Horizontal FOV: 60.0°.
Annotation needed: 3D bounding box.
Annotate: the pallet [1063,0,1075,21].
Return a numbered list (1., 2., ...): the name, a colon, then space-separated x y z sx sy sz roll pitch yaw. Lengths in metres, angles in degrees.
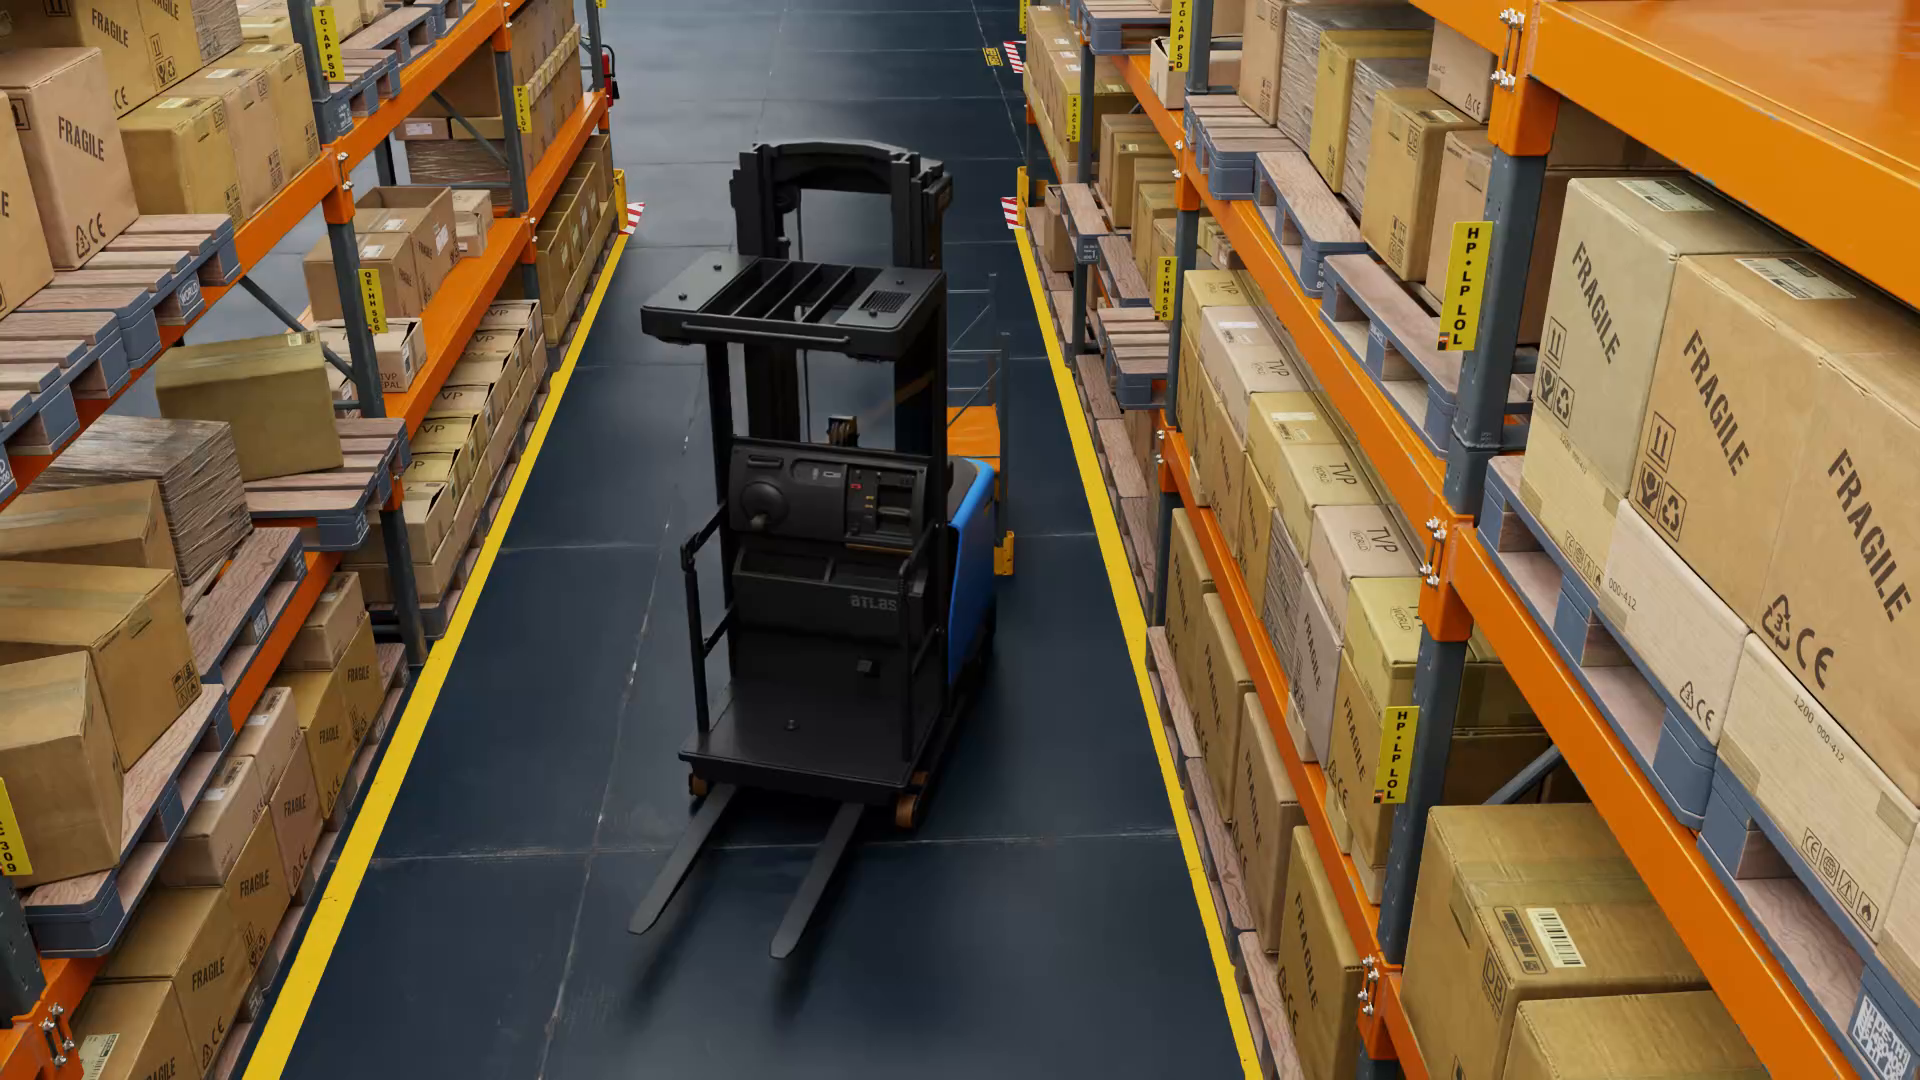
1. pallet: 1.278 -3.586 10.842 1.213 0.211 1.003 -1 28 -3

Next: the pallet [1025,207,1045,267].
1. pallet: 1.155 -2.827 15.442 1.003 0.211 1.213 -1 28 -3

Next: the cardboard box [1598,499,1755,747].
1. cardboard box: 1.555 0.134 3.105 0.500 0.250 0.500 -2 28 -4

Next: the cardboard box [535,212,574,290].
1. cardboard box: -3.340 -2.258 13.044 0.500 0.500 0.500 -1 28 -3

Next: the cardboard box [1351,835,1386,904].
1. cardboard box: 1.470 1.020 5.300 0.380 0.149 0.250 -1 28 -2

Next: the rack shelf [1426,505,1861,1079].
1. rack shelf: 1.875 0.980 2.662 1.077 0.370 4.000 -1 28 -3

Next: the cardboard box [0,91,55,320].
1. cardboard box: -3.187 -0.959 4.931 0.600 0.600 0.600 -2 28 -3

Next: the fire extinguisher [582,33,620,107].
1. fire extinguisher: -3.345 -4.385 15.497 0.296 0.674 0.183 -1 28 -3

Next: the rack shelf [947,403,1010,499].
1. rack shelf: -0.004 -0.545 10.062 0.538 0.185 1.000 -1 28 -3

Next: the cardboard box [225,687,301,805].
1. cardboard box: -3.037 0.847 6.800 0.500 0.250 0.500 -2 28 -4

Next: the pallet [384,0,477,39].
1. pallet: -3.535 -3.344 10.381 0.805 0.209 1.217 -2 28 -5

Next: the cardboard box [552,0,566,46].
1. cardboard box: -3.756 -4.490 14.104 0.700 0.500 0.500 -2 28 -4

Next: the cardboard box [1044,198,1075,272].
1. cardboard box: 1.108 -2.636 14.288 0.700 0.500 0.500 -3 28 -6

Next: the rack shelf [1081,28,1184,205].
1. rack shelf: 1.457 -2.715 9.746 1.077 0.370 4.000 -1 28 -3

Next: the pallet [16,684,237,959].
1. pallet: -3.109 0.902 5.485 1.003 0.211 1.213 -1 28 -3

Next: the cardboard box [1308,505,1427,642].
1. cardboard box: 1.473 0.104 5.545 0.500 0.250 0.500 -1 28 -2

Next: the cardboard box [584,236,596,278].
1. cardboard box: -3.390 -2.387 14.103 0.500 0.250 0.500 -1 28 -3

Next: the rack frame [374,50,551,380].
1. rack frame: -3.594 -2.506 11.811 1.000 3.000 0.127 -1 28 -3

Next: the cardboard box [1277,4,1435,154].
1. cardboard box: 1.724 -1.883 6.790 0.700 0.500 0.500 -3 28 -5

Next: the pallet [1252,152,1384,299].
1. pallet: 1.709 -1.214 6.294 1.003 0.211 1.213 0 28 0

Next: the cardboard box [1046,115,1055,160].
1. cardboard box: 0.966 -3.243 13.365 0.500 0.250 0.500 -2 28 -3

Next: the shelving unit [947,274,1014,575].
1. shelving unit: -0.004 -0.700 9.971 0.587 1.500 1.083 -1 28 -3

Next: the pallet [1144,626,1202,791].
1. pallet: 1.527 0.822 8.445 1.003 0.211 1.213 -1 28 -3

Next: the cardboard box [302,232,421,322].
1. cardboard box: -3.489 -1.478 9.731 0.500 0.500 0.500 -3 28 -5

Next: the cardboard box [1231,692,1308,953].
1. cardboard box: 1.557 1.127 6.717 0.750 0.750 0.750 -1 28 -1

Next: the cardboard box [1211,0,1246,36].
1. cardboard box: 1.586 -2.766 8.932 0.797 0.503 0.637 2 28 5

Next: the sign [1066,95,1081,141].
1. sign: 0.811 -2.995 11.812 0.100 0.325 0.005 -1 28 -3

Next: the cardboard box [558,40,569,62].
1. cardboard box: -3.553 -4.158 14.169 0.380 0.149 0.250 -1 28 -2

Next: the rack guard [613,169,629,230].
1. rack guard: -3.804 -3.256 15.952 1.175 0.500 0.348 -1 28 -3

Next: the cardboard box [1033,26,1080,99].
1. cardboard box: 0.905 -4.054 14.110 0.500 0.500 0.500 -2 28 -4

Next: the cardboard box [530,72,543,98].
1. cardboard box: -3.486 -3.562 13.026 0.380 0.149 0.250 -2 28 -4

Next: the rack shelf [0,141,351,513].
1. rack shelf: -3.281 -0.746 5.971 1.077 0.370 4.000 -1 28 -3

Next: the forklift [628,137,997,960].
1. forklift: -0.655 -0.159 7.385 1.130 2.935 3.031 7 28 12

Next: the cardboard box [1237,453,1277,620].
1. cardboard box: 1.409 -0.023 6.599 0.500 0.500 0.500 -1 28 -1

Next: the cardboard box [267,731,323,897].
1. cardboard box: -3.042 1.162 7.006 0.500 0.500 0.500 -2 28 -5

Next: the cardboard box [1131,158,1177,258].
1. cardboard box: 1.433 -2.069 10.390 0.700 0.500 0.500 2 28 4

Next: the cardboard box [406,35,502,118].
1. cardboard box: -3.624 -3.330 11.881 0.700 0.500 0.500 -1 28 -2

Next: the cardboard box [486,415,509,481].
1. cardboard box: -3.206 -0.584 10.645 0.500 0.250 0.500 -1 28 -2

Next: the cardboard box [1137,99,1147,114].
1. cardboard box: 1.536 -3.124 12.326 0.500 0.500 0.500 -2 28 -4

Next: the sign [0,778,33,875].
1. sign: -2.635 0.788 4.559 0.100 0.325 0.005 -1 28 -3

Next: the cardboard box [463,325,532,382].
1. cardboard box: -3.253 -1.301 11.414 0.500 0.311 0.500 -1 28 -1

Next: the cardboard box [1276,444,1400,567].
1. cardboard box: 1.447 -0.132 5.997 0.500 0.250 0.500 -1 28 -2

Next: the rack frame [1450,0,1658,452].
1. rack frame: 1.770 -1.593 3.573 1.000 3.000 0.127 -1 28 -3

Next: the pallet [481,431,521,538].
1. pallet: -3.450 -0.366 10.723 1.003 0.211 1.213 -1 28 -3

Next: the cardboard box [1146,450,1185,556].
1. cardboard box: 1.472 -0.198 9.613 0.700 0.500 0.500 -1 28 -2

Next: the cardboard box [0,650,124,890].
1. cardboard box: -2.978 0.734 5.037 0.700 0.500 0.500 -11 29 -20

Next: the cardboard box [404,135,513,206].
1. cardboard box: -3.624 -2.755 12.181 0.700 0.500 0.500 -2 28 -4

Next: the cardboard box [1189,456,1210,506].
1. cardboard box: 1.281 -0.279 7.790 0.380 0.149 0.250 -1 28 -1

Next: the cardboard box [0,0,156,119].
1. cardboard box: -3.316 -1.804 6.032 0.500 0.500 0.500 -1 28 -3

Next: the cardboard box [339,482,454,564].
1. cardboard box: -3.119 -0.123 9.156 0.500 0.311 0.500 0 28 -1

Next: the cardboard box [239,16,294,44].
1. cardboard box: -3.465 -2.317 7.912 0.500 0.250 0.500 -3 28 -6

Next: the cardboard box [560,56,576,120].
1. cardboard box: -3.759 -3.939 14.451 0.700 0.500 0.500 -1 28 -1
